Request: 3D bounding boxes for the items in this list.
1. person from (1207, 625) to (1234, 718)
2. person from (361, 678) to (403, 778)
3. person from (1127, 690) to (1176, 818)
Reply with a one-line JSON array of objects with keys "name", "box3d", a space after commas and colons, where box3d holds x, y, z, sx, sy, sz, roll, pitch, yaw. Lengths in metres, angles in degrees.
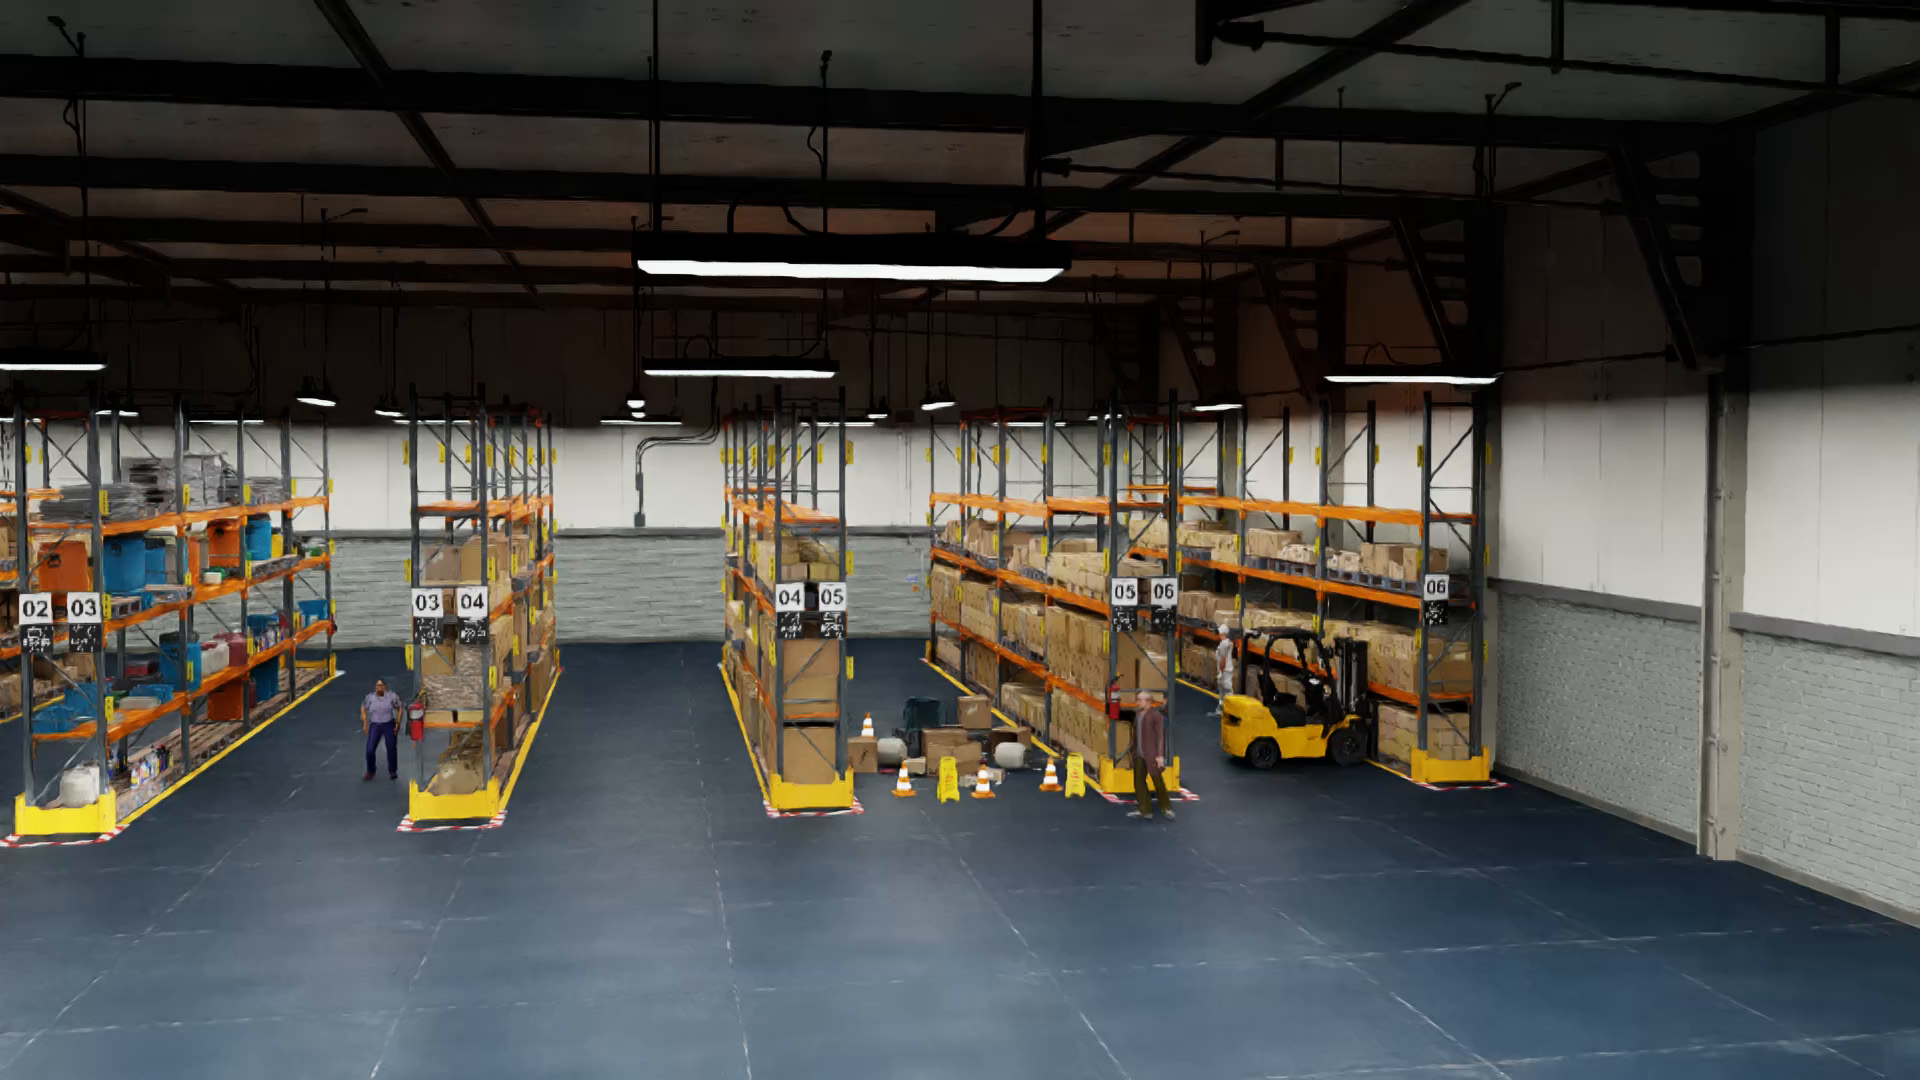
[{"name": "person", "box3d": [4.962, 2.498, 31.480, 0.577, 1.785, 0.655, 1, 3, 13]}, {"name": "person", "box3d": [-8.948, 2.907, 25.746, 0.625, 1.596, 0.517, -1, 3, -12]}, {"name": "person", "box3d": [2.640, 2.958, 22.982, 0.587, 1.769, 0.687, -2, 4, -37]}]
